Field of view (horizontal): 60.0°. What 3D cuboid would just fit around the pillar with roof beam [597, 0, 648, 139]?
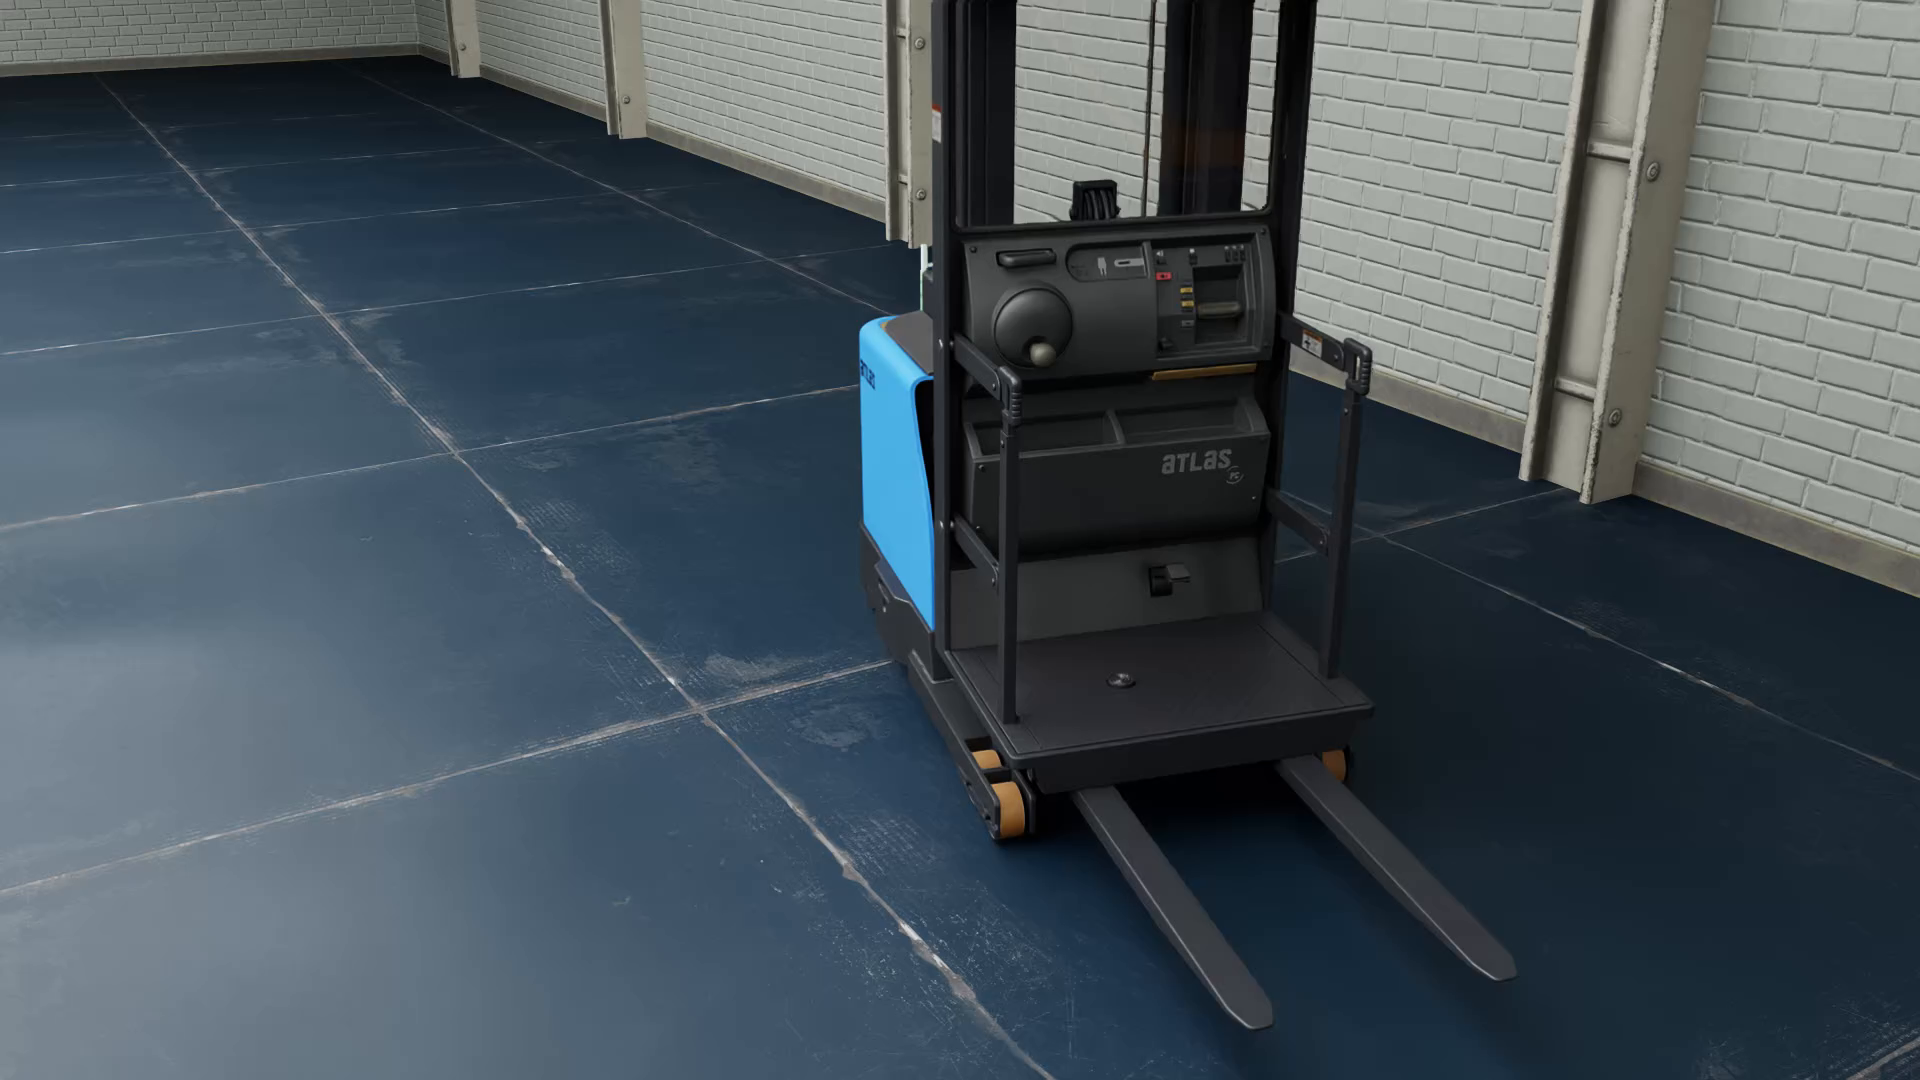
[{"bbox_3d":[-7.082,-7.471,13.242,9.100,9.000,0.400,-13,25,-28],"label":"pillar with roof beam"}]

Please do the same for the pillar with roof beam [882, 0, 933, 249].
[{"bbox_3d":[-4.017,-5.529,8.463,9.100,9.000,0.400,-13,25,-28],"label":"pillar with roof beam"}]

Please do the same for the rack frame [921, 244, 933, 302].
[{"bbox_3d":[-0.043,-0.608,6.713,0.240,1.200,0.015,-12,25,-26],"label":"rack frame"}]

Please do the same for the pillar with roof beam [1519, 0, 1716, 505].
[{"bbox_3d":[-0.952,-3.587,3.685,9.100,9.000,0.400,-13,25,-28],"label":"pillar with roof beam"}]

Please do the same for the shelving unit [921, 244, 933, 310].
[{"bbox_3d":[0.075,-0.527,6.515,0.258,1.200,0.503,-12,25,-26],"label":"shelving unit"}]

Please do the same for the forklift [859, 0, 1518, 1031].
[{"bbox_3d":[0.528,-0.672,4.572,1.130,2.935,3.031,-6,23,-15],"label":"forklift"}]

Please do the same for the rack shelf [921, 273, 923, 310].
[{"bbox_3d":[0.075,-0.913,6.358,0.258,0.148,0.480,-12,25,-26],"label":"rack shelf"}]

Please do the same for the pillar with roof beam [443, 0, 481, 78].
[{"bbox_3d":[-10.147,-9.413,18.020,9.100,9.000,0.400,-13,25,-28],"label":"pillar with roof beam"}]
